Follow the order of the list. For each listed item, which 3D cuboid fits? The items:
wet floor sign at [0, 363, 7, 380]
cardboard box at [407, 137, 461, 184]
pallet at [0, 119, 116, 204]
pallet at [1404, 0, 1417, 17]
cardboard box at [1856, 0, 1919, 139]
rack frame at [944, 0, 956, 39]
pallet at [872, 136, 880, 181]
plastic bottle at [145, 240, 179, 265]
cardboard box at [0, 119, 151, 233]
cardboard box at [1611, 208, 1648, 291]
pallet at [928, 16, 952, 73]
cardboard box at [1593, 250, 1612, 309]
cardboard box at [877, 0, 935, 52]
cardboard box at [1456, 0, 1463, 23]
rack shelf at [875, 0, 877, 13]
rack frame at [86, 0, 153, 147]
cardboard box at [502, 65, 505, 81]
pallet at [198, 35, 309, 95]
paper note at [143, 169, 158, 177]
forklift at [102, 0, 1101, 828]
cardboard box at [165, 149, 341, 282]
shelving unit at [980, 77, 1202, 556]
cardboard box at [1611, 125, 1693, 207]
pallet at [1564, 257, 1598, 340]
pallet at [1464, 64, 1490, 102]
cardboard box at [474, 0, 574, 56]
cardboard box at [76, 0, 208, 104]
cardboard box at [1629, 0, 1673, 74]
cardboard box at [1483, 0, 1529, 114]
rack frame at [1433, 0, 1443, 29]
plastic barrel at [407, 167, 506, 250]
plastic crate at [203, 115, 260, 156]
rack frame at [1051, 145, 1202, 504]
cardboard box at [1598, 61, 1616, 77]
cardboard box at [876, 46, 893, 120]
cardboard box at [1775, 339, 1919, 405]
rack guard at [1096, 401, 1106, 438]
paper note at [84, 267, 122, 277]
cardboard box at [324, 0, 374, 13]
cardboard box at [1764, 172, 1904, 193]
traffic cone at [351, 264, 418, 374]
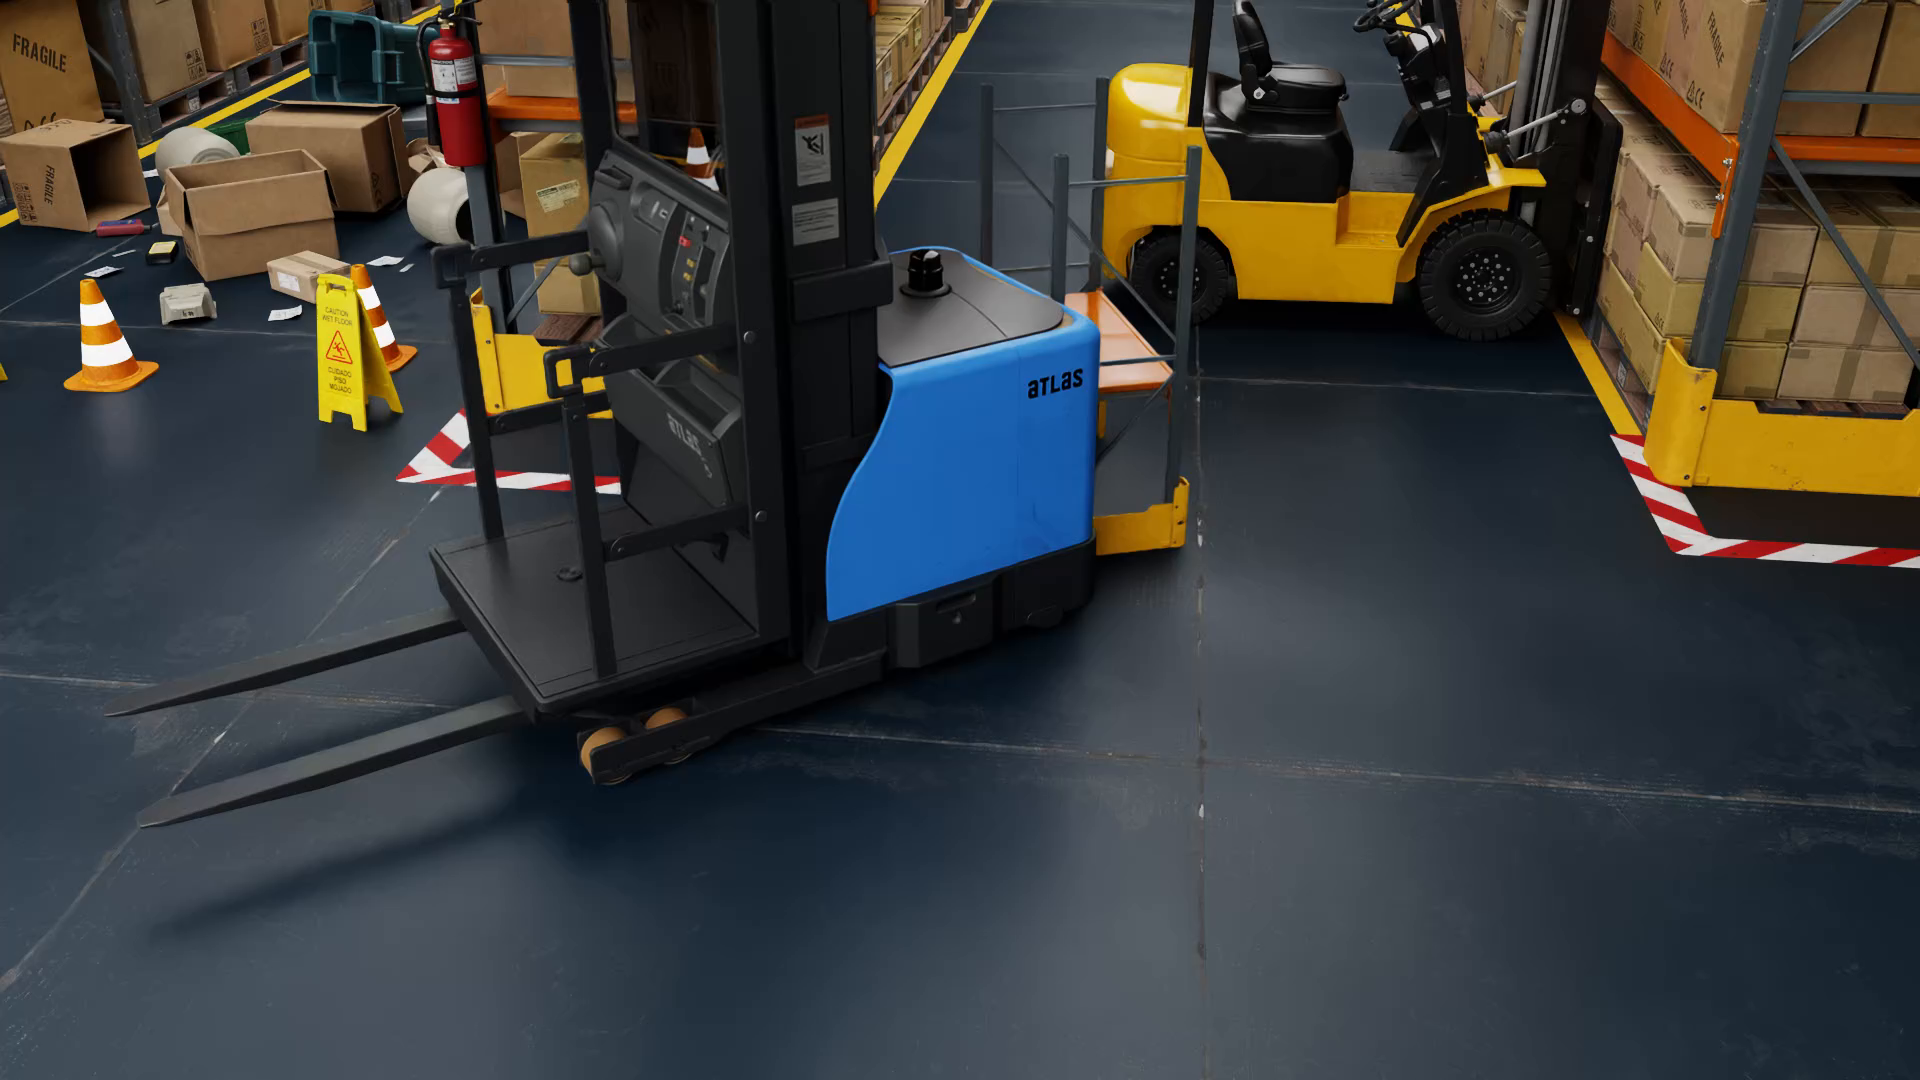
[{"bbox_3d":[-4.486,-0.961,7.354,0.267,0.644,0.232,-1,28,-3],"label":"wet floor sign"},{"bbox_3d":[-3.262,-2.307,10.252,0.258,0.266,0.396,-17,33,-29],"label":"cardboard box"},{"bbox_3d":[-6.128,-2.428,10.535,1.003,0.211,1.213,3,28,6],"label":"pallet"},{"bbox_3d":[4.666,-5.060,15.419,1.003,0.211,1.213,3,28,6],"label":"pallet"},{"bbox_3d":[3.741,-1.861,6.436,0.500,0.500,0.500,4,29,8],"label":"cardboard box"},{"bbox_3d":[-0.542,-5.652,13.579,1.000,3.000,0.127,3,28,6],"label":"rack frame"},{"bbox_3d":[-1.079,-2.223,10.154,1.003,0.211,1.213,3,28,6],"label":"pallet"},{"bbox_3d":[-4.375,-1.588,9.133,0.133,0.061,0.283,-6,29,-11],"label":"plastic bottle"},{"bbox_3d":[-5.129,-2.120,9.655,0.500,0.500,0.500,8,29,15],"label":"cardboard box"},{"bbox_3d":[3.226,-1.277,7.387,0.500,0.250,0.500,3,28,6],"label":"cardboard box"},{"bbox_3d":[-0.639,-4.057,13.557,1.003,0.211,1.213,3,28,6],"label":"pallet"},{"bbox_3d":[3.289,-1.282,7.923,0.500,0.250,0.500,4,29,7],"label":"cardboard box"},{"bbox_3d":[-0.703,-4.067,12.964,0.950,0.372,0.625,3,28,5],"label":"cardboard box"},{"bbox_3d":[4.295,-4.212,12.967,0.875,0.625,0.625,4,29,8],"label":"cardboard box"},{"bbox_3d":[-0.787,-4.394,12.002,1.077,0.370,4.000,3,28,6],"label":"rack shelf"},{"bbox_3d":[-5.957,-4.009,10.529,1.000,3.000,0.127,3,28,6],"label":"rack frame"},{"bbox_3d":[-1.768,-2.090,7.231,0.380,0.149,0.250,3,28,6],"label":"cardboard box"},{"bbox_3d":[-5.790,-3.725,12.942,1.003,0.211,1.213,3,28,6],"label":"pallet"},{"bbox_3d":[-5.141,-2.333,10.548,0.147,0.020,0.142,-17,33,-29],"label":"paper note"},{"bbox_3d":[-1.057,-0.854,4.746,3.031,2.935,1.130,-17,32,-28],"label":"forklift"},{"bbox_3d":[-3.820,-1.761,8.989,0.797,0.503,0.637,-17,33,-29],"label":"cardboard box"},{"bbox_3d":[0.438,-0.857,6.260,0.587,1.500,1.083,-6,29,-11],"label":"shelving unit"},{"bbox_3d":[3.260,-1.728,7.697,0.500,0.250,0.500,4,29,7],"label":"cardboard box"},{"bbox_3d":[3.609,-1.307,8.454,1.003,0.211,1.213,3,28,6],"label":"pallet"},{"bbox_3d":[4.093,-3.180,11.930,1.003,0.211,1.213,3,28,6],"label":"pallet"},{"bbox_3d":[-1.729,-2.333,6.998,0.500,0.500,0.500,3,28,5],"label":"cardboard box"},{"bbox_3d":[-5.970,-3.501,11.515,1.050,0.750,0.750,3,28,6],"label":"cardboard box"},{"bbox_3d":[3.340,-2.375,7.391,0.500,0.500,0.500,3,28,5],"label":"cardboard box"},{"bbox_3d":[4.050,-3.233,11.149,0.875,0.625,0.625,3,28,6],"label":"cardboard box"},{"bbox_3d":[4.385,-5.365,13.046,1.000,3.000,0.127,3,28,6],"label":"rack frame"},{"bbox_3d":[-2.772,-1.812,9.168,0.421,0.421,0.512,-24,36,-37],"label":"plastic barrel"},{"bbox_3d":[-4.678,-2.639,10.889,0.450,0.188,0.662,9,28,37],"label":"plastic crate"},{"bbox_3d":[0.555,-0.618,5.816,0.500,1.500,0.032,-6,29,-11],"label":"rack frame"},{"bbox_3d":[3.451,-2.447,9.032,0.500,0.250,0.500,3,28,6],"label":"cardboard box"},{"bbox_3d":[-0.970,-3.044,11.066,0.950,0.372,0.625,4,29,7],"label":"cardboard box"},{"bbox_3d":[3.659,-0.794,7.017,0.500,0.250,0.500,3,29,6],"label":"cardboard box"},{"bbox_3d":[0.325,-0.537,6.983,0.587,0.250,0.087,-6,29,-11],"label":"rack guard"},{"bbox_3d":[-4.575,-1.438,8.890,0.144,0.017,0.142,14,31,24],"label":"paper note"},{"bbox_3d":[-5.631,-4.805,13.936,1.050,0.750,0.750,3,28,6],"label":"cardboard box"},{"bbox_3d":[3.709,-1.465,7.208,0.500,0.250,0.500,3,28,6],"label":"cardboard box"},{"bbox_3d":[-2.750,-1.047,7.705,0.336,0.463,0.334,3,28,6],"label":"traffic cone"}]
